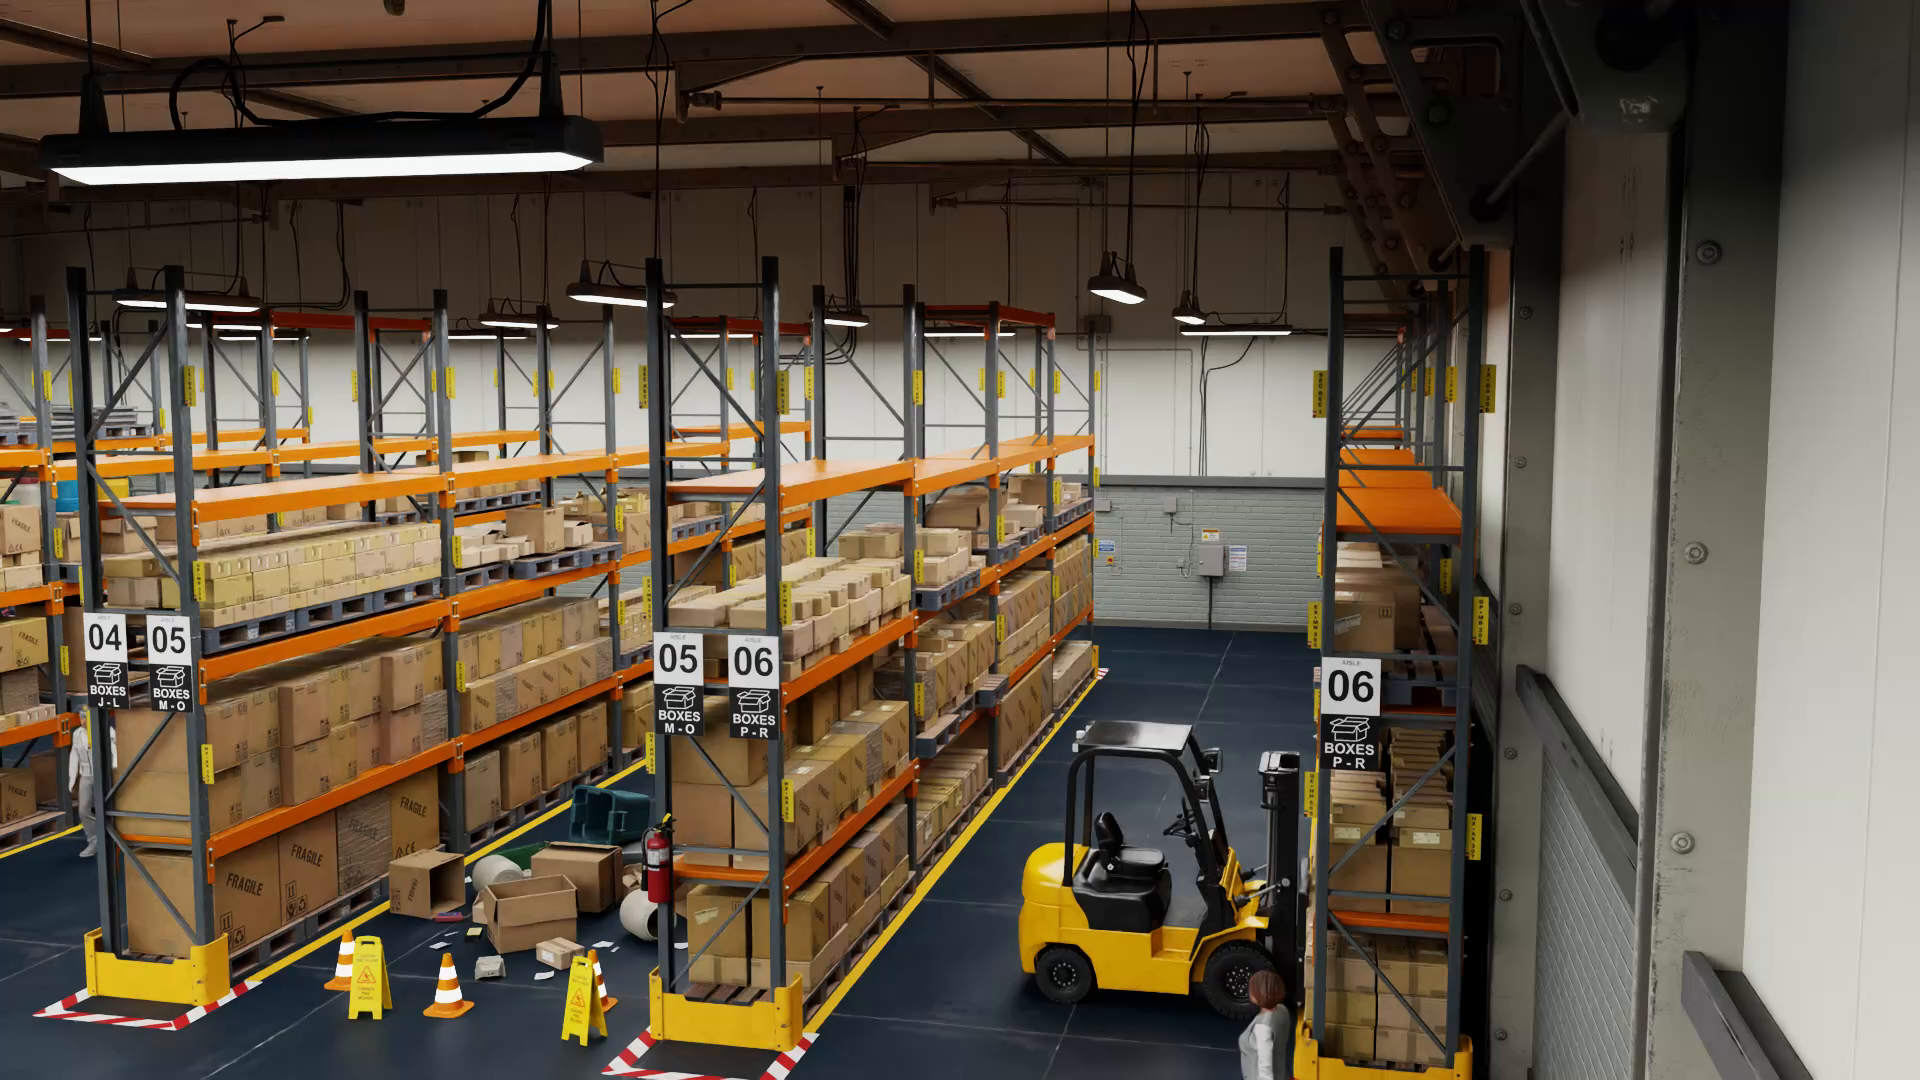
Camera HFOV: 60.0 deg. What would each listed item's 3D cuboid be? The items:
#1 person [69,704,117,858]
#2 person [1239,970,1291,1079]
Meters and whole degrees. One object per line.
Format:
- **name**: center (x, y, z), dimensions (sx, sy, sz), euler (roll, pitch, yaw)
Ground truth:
- **person**: center (-9.276, 2.546, 17.913), dimensions (0.583, 1.659, 0.529), euler (0, 6, 3)
- **person**: center (1.908, 3.362, 10.036), dimensions (0.847, 1.560, 0.415), euler (2, 6, 15)
